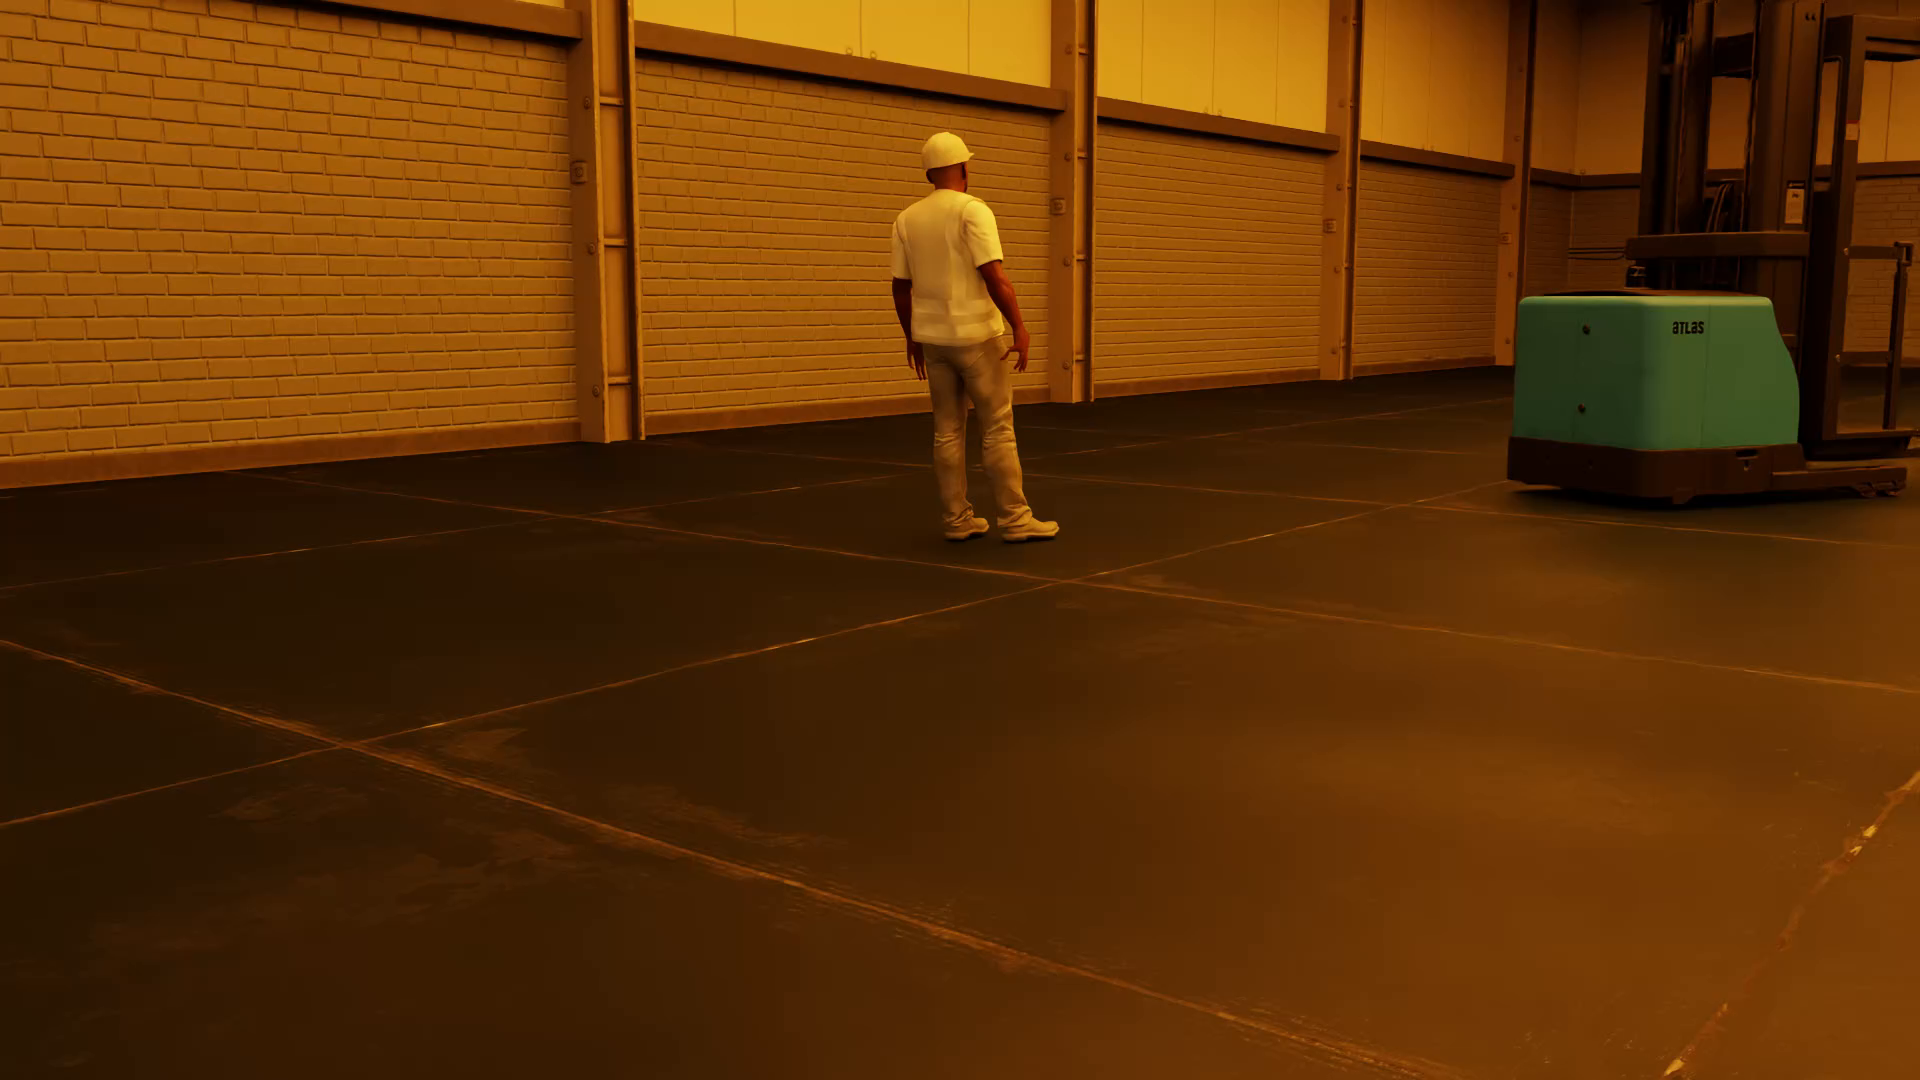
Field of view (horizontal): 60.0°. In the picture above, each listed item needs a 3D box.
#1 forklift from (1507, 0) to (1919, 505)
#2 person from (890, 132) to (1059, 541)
[{"bbox_3d":[4.592,-1.743,9.193,3.031,2.935,1.130,-4,9,-24],"label":"forklift"},{"bbox_3d":[0.048,-0.888,7.325,0.665,1.765,0.577,7,11,38],"label":"person"}]
